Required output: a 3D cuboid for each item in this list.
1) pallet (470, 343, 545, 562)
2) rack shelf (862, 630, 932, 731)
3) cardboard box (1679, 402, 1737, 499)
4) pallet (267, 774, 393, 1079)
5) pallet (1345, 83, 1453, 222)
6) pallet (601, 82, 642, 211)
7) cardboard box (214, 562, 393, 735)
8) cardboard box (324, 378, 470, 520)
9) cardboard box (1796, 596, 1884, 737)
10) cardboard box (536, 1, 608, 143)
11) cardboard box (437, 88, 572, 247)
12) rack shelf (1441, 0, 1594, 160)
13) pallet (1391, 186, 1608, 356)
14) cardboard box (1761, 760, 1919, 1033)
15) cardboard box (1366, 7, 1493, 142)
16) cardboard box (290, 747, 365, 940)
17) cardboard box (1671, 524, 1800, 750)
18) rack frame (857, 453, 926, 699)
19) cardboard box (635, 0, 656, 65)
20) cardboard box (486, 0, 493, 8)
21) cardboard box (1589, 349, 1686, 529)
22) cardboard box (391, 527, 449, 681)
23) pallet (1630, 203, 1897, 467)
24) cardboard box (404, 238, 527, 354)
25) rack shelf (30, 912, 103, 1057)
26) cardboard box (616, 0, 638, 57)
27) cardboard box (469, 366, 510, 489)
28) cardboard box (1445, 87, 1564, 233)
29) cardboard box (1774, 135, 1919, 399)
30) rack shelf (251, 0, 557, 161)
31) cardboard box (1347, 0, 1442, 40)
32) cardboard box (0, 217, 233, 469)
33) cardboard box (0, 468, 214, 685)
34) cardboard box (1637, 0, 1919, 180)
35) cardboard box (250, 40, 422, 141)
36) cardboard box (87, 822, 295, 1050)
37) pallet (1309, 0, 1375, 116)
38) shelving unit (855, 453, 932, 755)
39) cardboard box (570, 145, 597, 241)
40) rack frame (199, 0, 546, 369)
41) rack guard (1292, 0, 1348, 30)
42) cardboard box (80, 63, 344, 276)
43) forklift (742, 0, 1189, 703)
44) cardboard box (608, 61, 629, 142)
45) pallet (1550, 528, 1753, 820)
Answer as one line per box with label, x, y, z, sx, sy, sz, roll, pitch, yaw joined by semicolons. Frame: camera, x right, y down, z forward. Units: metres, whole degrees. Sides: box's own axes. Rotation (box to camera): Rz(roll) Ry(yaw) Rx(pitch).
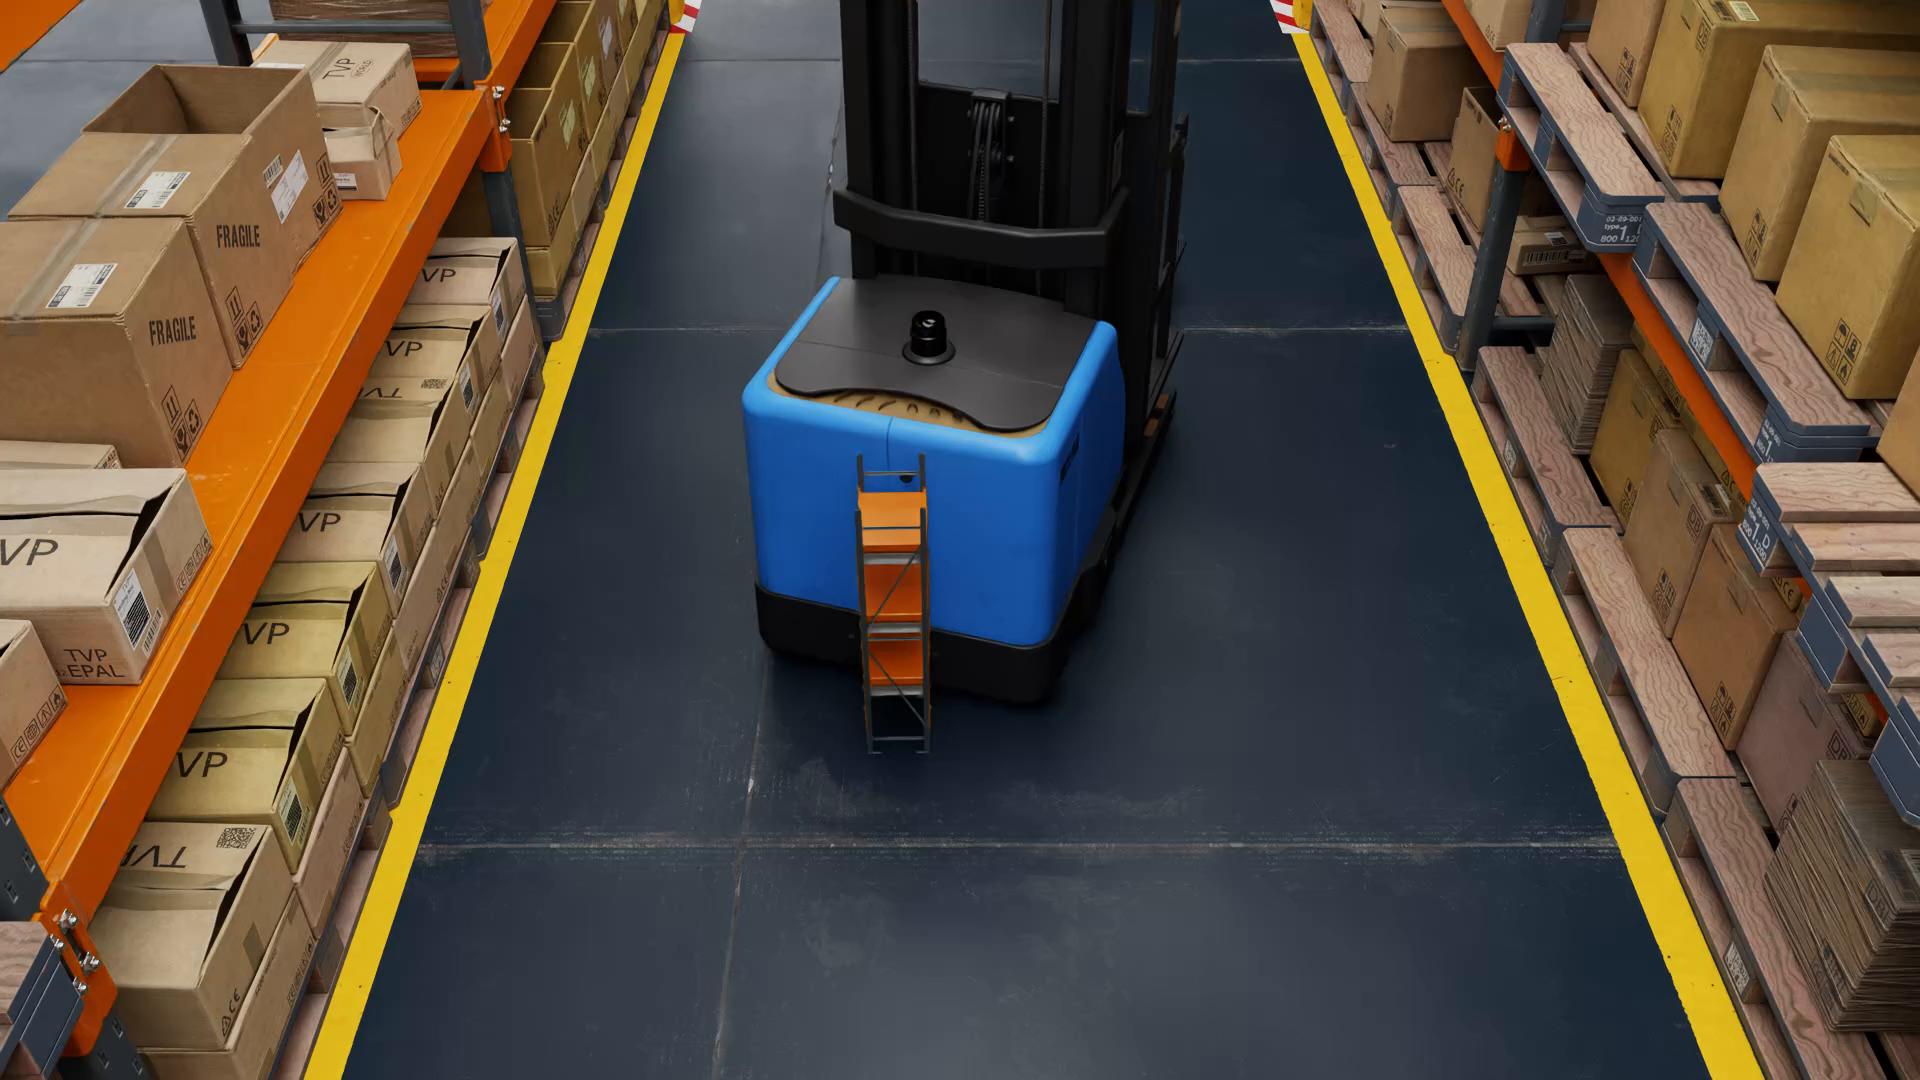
pallet;-2.261;-0.372;6.545;1.003;0.211;1.213;0;39;0
rack shelf;-0.200;0.434;5.319;0.215;0.259;0.240;-1;42;-1
cardboard box;2.679;-0.354;5.341;0.500;0.250;0.500;-1;39;-1
pallet;-2.258;1.154;4.641;1.003;0.211;1.213;0;39;0
pallet;2.613;-2.023;8.606;1.003;0.211;1.213;0;39;0
pallet;-2.264;-2.095;8.695;1.003;0.211;1.213;0;39;0
cardboard box;-2.010;0.296;4.897;0.500;0.311;0.500;-1;39;-1
cardboard box;-2.008;-0.340;5.690;0.500;0.311;0.500;0;39;0
cardboard box;2.667;0.279;4.550;0.500;0.250;0.500;1;39;1
cardboard box;-1.989;-2.220;7.885;0.500;0.500;0.500;0;39;0
cardboard box;-1.988;-1.594;7.104;0.500;0.500;0.500;0;39;0
rack shelf;2.651;-2.897;8.041;1.077;0.370;4.000;0;39;0
pallet;2.617;-1.258;7.652;1.003;0.211;1.213;0;39;0
cardboard box;2.605;0.928;4.340;0.700;0.500;0.500;0;39;1
cardboard box;2.511;-2.376;8.464;0.700;0.500;0.500;-2;39;-3
cardboard box;-2.004;0.848;4.656;0.500;0.250;0.500;-1;39;-1
cardboard box;2.691;0.295;5.130;0.700;0.500;0.500;0;39;0
rack frame;-0.203;0.138;5.215;0.200;1.050;0.008;-1;42;-1
cardboard box;-1.997;-2.865;9.290;0.500;0.250;0.500;0;39;0
cardboard box;-2.315;-2.567;6.975;0.700;0.500;0.500;0;39;-1
cardboard box;2.721;-0.339;5.922;0.700;0.500;0.500;-1;39;-1
cardboard box;-2.011;0.202;5.462;0.500;0.250;0.500;1;39;1
pallet;2.614;-0.588;4.739;1.003;0.211;1.213;0;39;0
cardboard box;-2.014;-0.977;6.485;0.500;0.311;0.500;0;39;0
rack shelf;-2.294;2.112;1.791;1.077;0.370;4.000;0;39;0
cardboard box;-1.991;-2.845;8.665;0.500;0.500;0.500;0;39;0
cardboard box;-2.012;-0.436;6.259;0.500;0.250;0.500;-1;39;-1
cardboard box;2.612;-1.772;7.709;0.500;0.500;0.500;-3;39;-3
cardboard box;2.623;-0.709;4.304;0.700;0.500;0.500;0;39;0
rack shelf;-2.303;-2.891;8.034;1.077;0.370;4.000;0;39;0
cardboard box;2.559;-3.118;9.540;0.500;0.311;0.500;-4;39;-5
cardboard box;-2.314;-0.508;4.405;0.500;0.500;0.500;-2;39;-2
cardboard box;-2.103;0.056;3.853;0.500;0.311;0.500;0;39;-1
cardboard box;2.613;-1.470;5.253;0.700;0.500;0.500;4;39;5
cardboard box;-2.256;-1.554;5.911;0.500;0.250;0.500;2;39;3
cardboard box;-2.003;0.943;4.089;0.500;0.311;0.500;1;39;1
pallet;2.614;-2.784;9.556;1.003;0.211;1.213;0;39;0
shelving unit;-0.200;0.220;5.125;0.215;1.050;0.252;-1;42;-1
cardboard box;-1.994;-1.614;7.729;0.500;0.250;0.500;0;39;0
rack frame;-2.301;-1.921;6.248;1.000;3.000;0.127;0;39;0
rack guard;2.648;-3.405;10.099;1.175;0.500;0.348;0;39;0
cardboard box;-2.316;-1.150;5.206;0.500;0.500;0.500;3;39;3
forklift;0.247;-1.537;5.824;1.130;2.935;3.031;11;40;14
cardboard box;-1.995;-2.240;8.509;0.500;0.250;0.500;0;39;0
pallet;2.660;0.413;5.566;1.003;0.211;1.213;0;39;0
